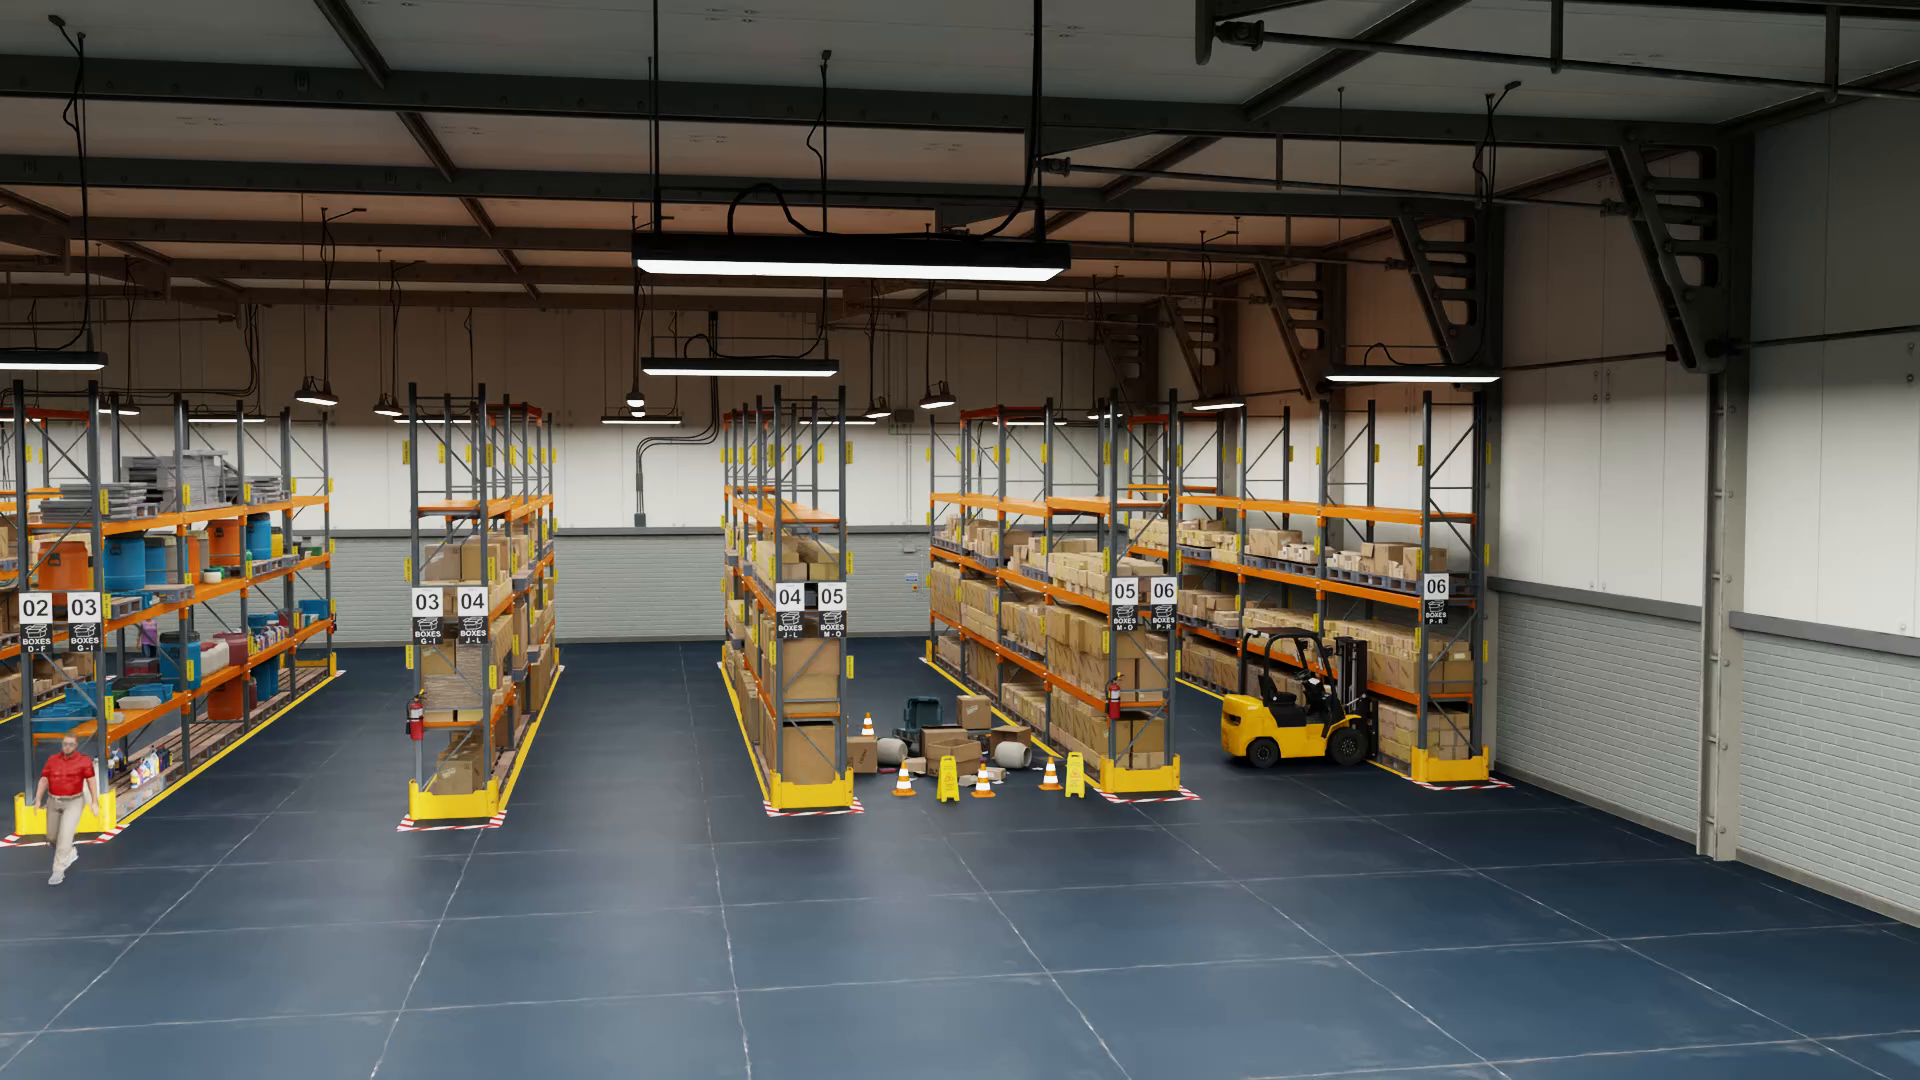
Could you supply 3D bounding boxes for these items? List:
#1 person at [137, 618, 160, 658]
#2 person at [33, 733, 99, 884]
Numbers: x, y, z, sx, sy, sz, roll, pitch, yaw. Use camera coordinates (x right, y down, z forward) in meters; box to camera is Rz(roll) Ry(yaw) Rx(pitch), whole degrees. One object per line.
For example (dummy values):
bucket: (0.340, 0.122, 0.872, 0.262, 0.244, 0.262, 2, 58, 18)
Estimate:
person: (-18.156, 2.328, 37.244, 0.503, 1.530, 0.962, -2, 3, -31)
person: (-10.635, 3.156, 19.787, 0.634, 1.704, 0.848, 0, 3, -8)
